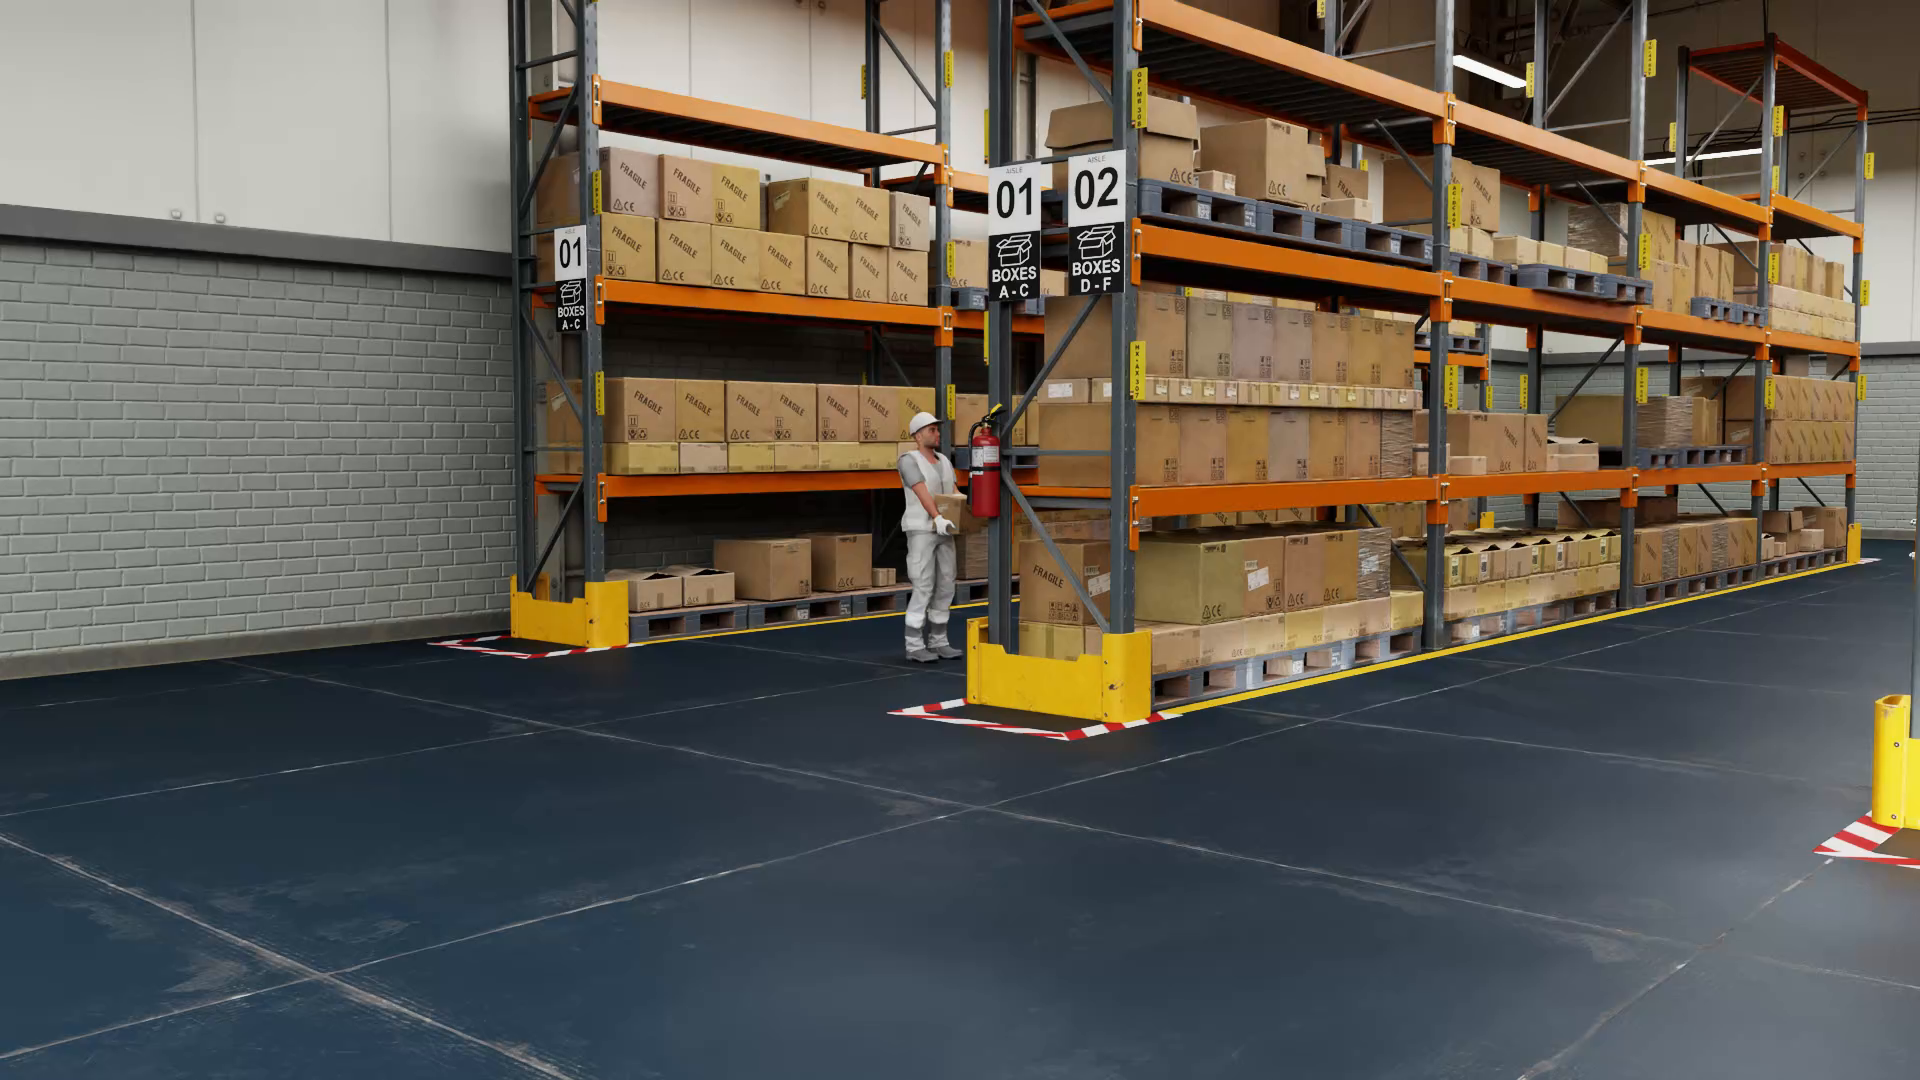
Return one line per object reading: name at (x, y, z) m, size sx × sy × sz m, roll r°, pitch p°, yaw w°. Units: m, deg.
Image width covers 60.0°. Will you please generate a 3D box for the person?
person at (-0.141, -0.025, 11.931) m, size 0.563 × 1.783 × 0.494 m, roll 3°, pitch 5°, yaw 41°
